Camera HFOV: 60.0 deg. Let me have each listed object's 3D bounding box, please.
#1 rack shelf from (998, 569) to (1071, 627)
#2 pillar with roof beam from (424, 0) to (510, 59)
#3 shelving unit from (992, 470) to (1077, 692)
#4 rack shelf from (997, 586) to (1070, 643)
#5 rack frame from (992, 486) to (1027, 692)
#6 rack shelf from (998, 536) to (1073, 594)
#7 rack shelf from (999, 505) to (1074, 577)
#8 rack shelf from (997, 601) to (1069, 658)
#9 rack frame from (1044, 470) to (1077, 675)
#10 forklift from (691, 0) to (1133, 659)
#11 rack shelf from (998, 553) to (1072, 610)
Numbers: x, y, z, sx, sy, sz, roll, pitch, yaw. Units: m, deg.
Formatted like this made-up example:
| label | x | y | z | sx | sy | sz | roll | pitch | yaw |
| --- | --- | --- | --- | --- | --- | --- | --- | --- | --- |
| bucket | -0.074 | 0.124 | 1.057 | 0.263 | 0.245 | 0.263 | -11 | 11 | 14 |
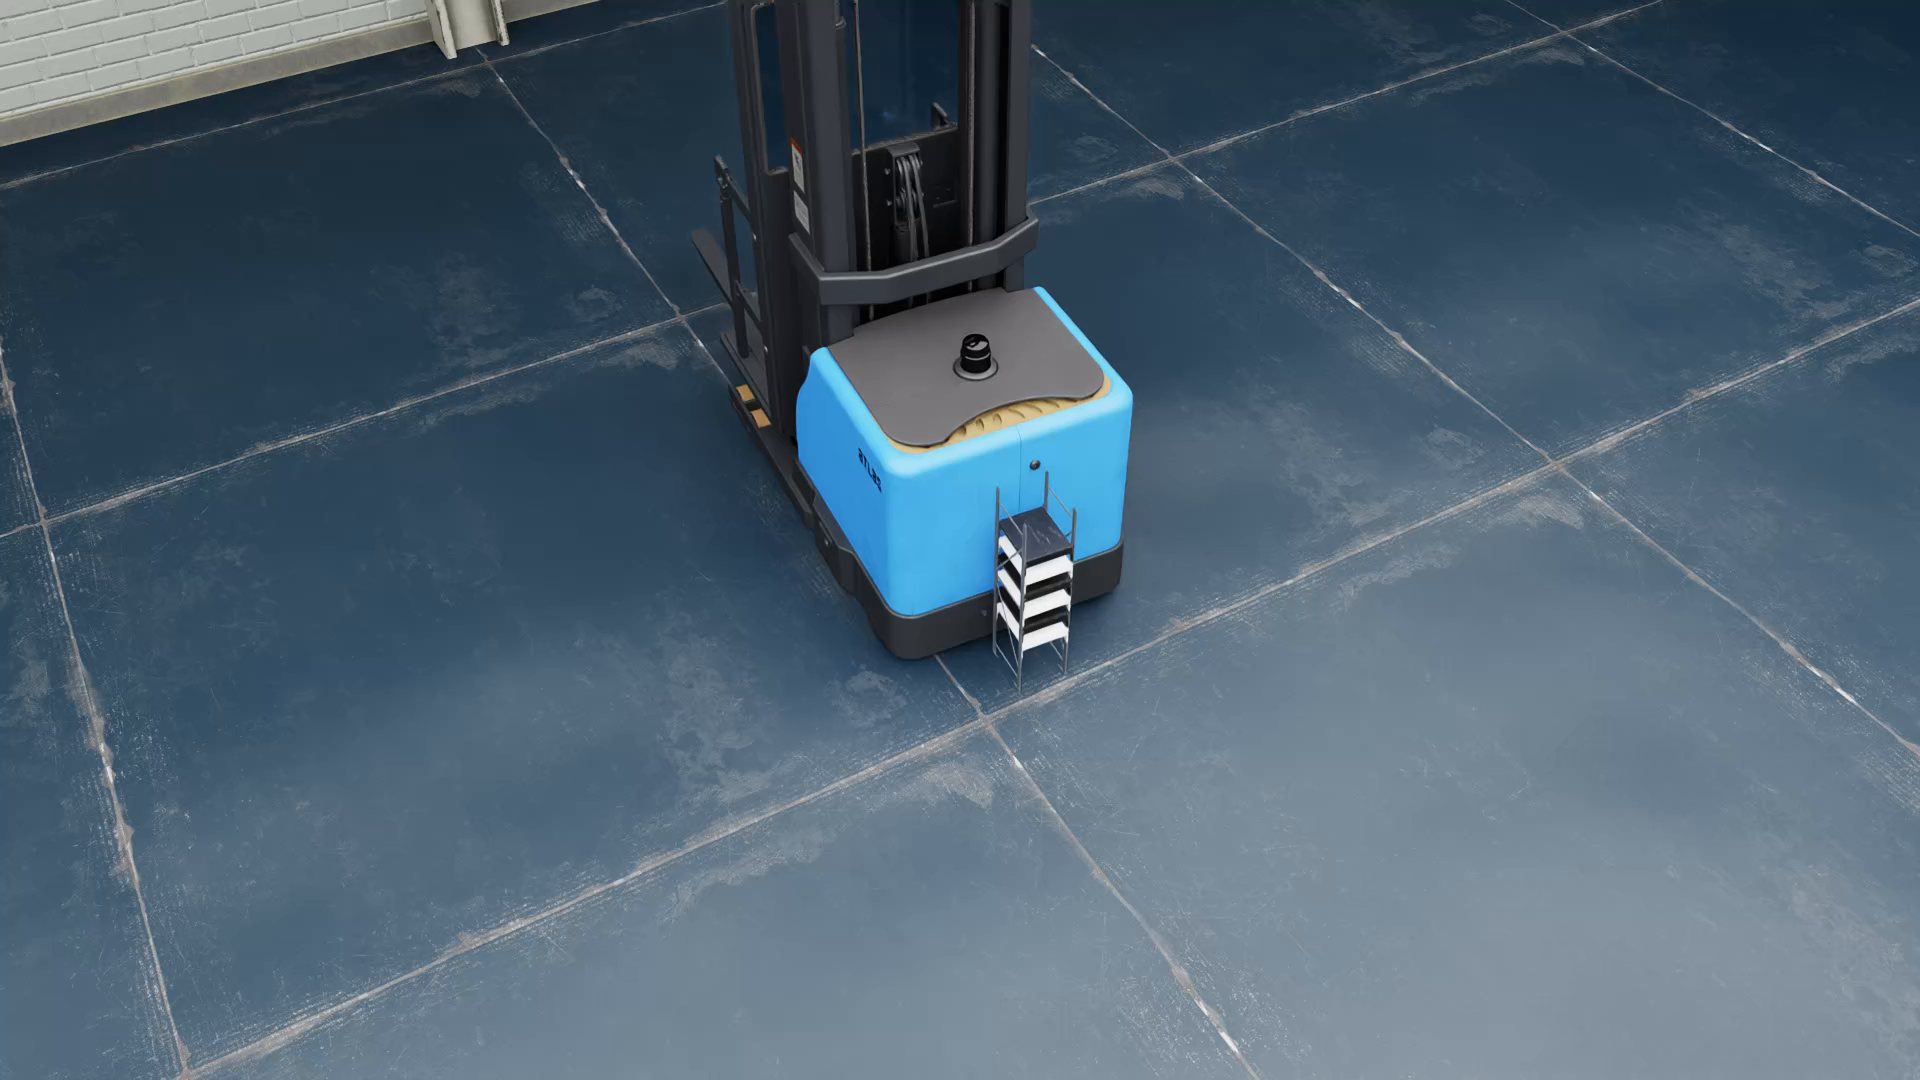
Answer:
| label | x | y | z | sx | sy | sz | roll | pitch | yaw |
| --- | --- | --- | --- | --- | --- | --- | --- | --- | --- |
| rack shelf | 0.277 | 0.194 | 6.381 | 0.200 | 0.077 | 0.258 | -18 | 47 | -18 |
| pillar with roof beam | -0.908 | -3.749 | 4.581 | 0.400 | 9.000 | 9.100 | -22 | 48 | -21 |
| shelving unit | 0.277 | 0.170 | 6.358 | 0.210 | 0.900 | 0.258 | -18 | 47 | -18 |
| rack shelf | 0.277 | 0.258 | 6.444 | 0.200 | 0.077 | 0.258 | -18 | 47 | -18 |
| rack frame | 0.185 | 0.200 | 6.326 | 0.006 | 0.900 | 0.240 | -18 | 47 | -18 |
| rack shelf | 0.277 | 0.065 | 6.255 | 0.200 | 0.077 | 0.258 | -18 | 47 | -18 |
| rack shelf | 0.277 | 0.000 | 6.192 | 0.200 | 0.077 | 0.258 | -18 | 47 | -18 |
| rack shelf | 0.277 | 0.322 | 6.507 | 0.200 | 0.077 | 0.258 | -18 | 47 | -18 |
| rack frame | 0.369 | 0.139 | 6.389 | 0.006 | 0.900 | 0.240 | -18 | 47 | -18 |
| forklift | -0.419 | -1.611 | 6.735 | 1.130 | 2.935 | 3.031 | -18 | 47 | -18 |
| rack shelf | 0.277 | 0.129 | 6.318 | 0.200 | 0.077 | 0.258 | -18 | 47 | -18 |
